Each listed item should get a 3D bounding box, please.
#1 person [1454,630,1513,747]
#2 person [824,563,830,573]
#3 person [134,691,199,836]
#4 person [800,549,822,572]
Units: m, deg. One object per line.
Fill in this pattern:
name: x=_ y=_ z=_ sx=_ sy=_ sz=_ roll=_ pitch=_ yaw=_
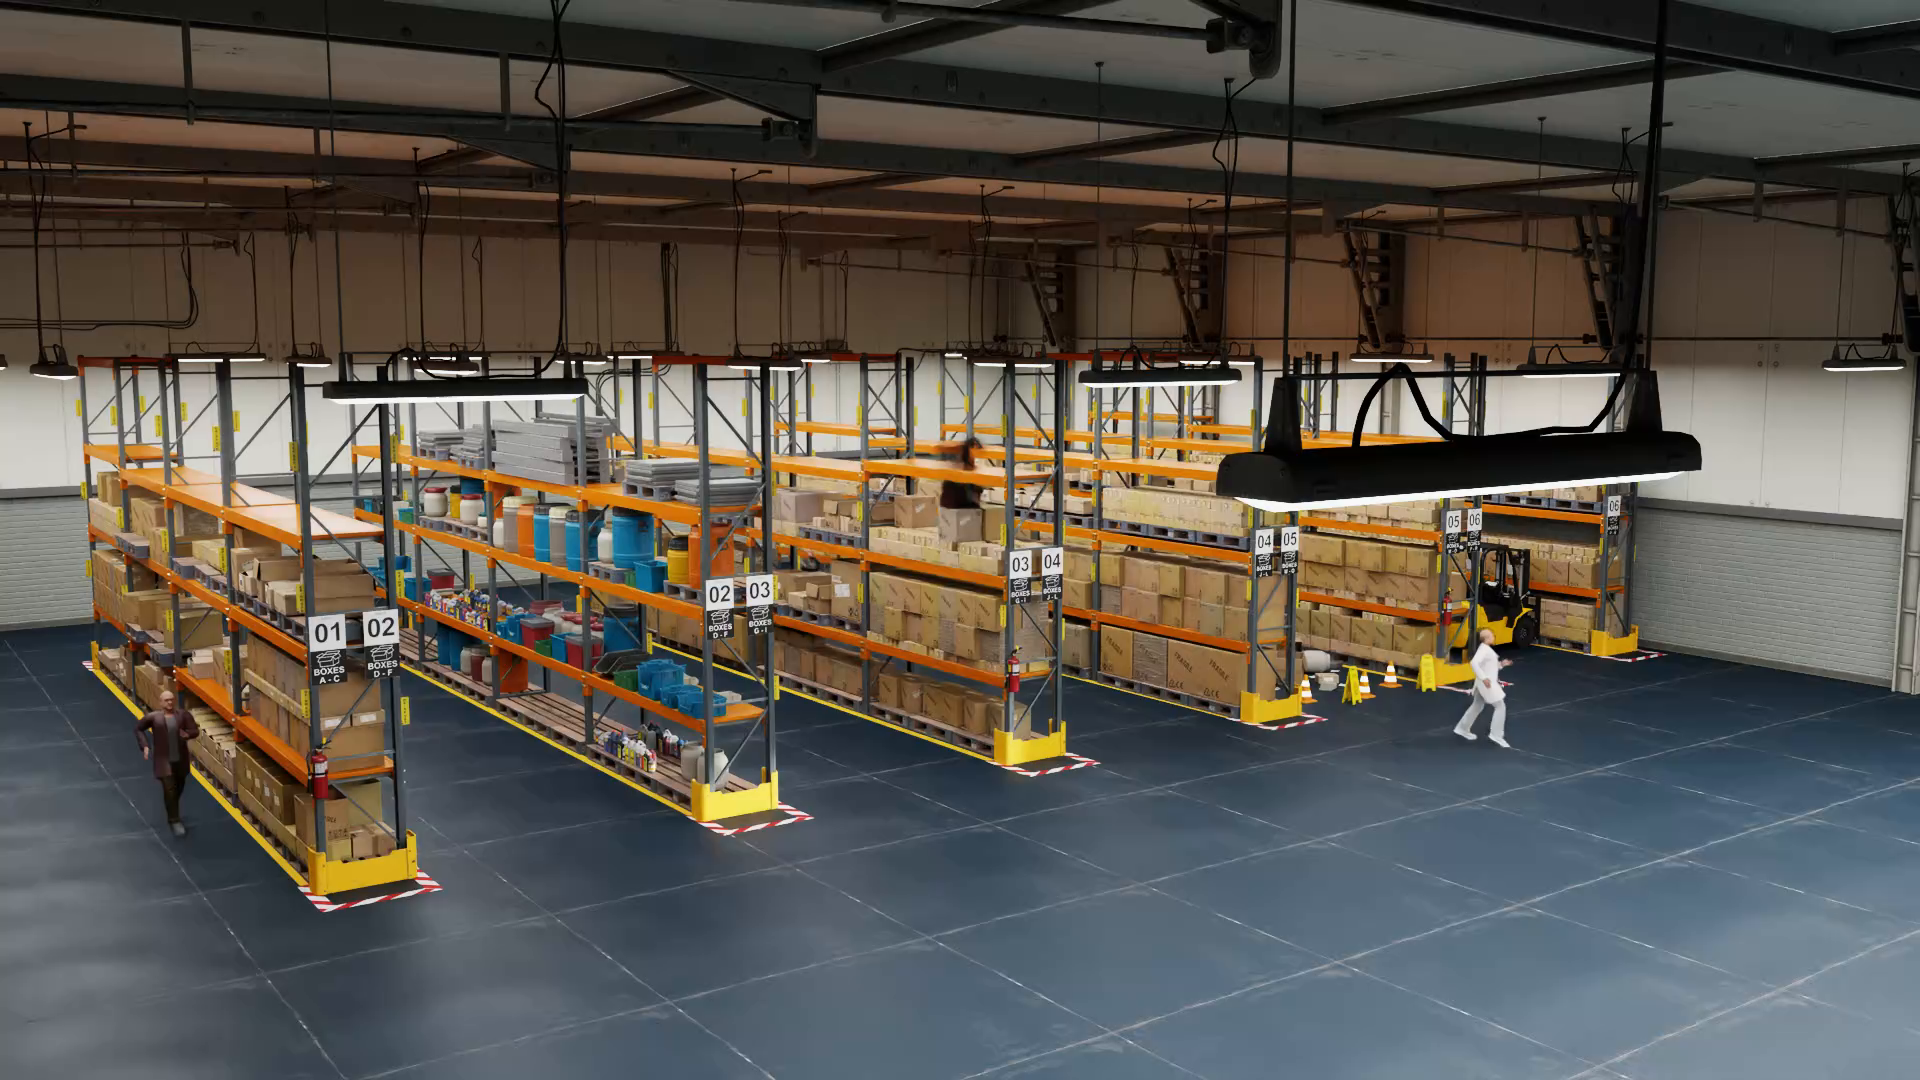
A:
person: x=8.170 y=2.310 z=25.920 sx=0.862 sy=1.847 sz=0.667 roll=1 pitch=7 yaw=4
person: x=-3.262 y=0.439 z=42.020 sx=0.834 sy=1.584 sz=0.607 roll=5 pitch=8 yaw=34
person: x=-10.169 y=2.827 z=21.428 sx=0.695 sy=1.780 sz=1.046 roll=-6 pitch=9 yaw=-43
person: x=-3.316 y=1.031 z=36.908 sx=0.669 sy=1.715 sz=0.765 roll=-5 pitch=8 yaw=-35
